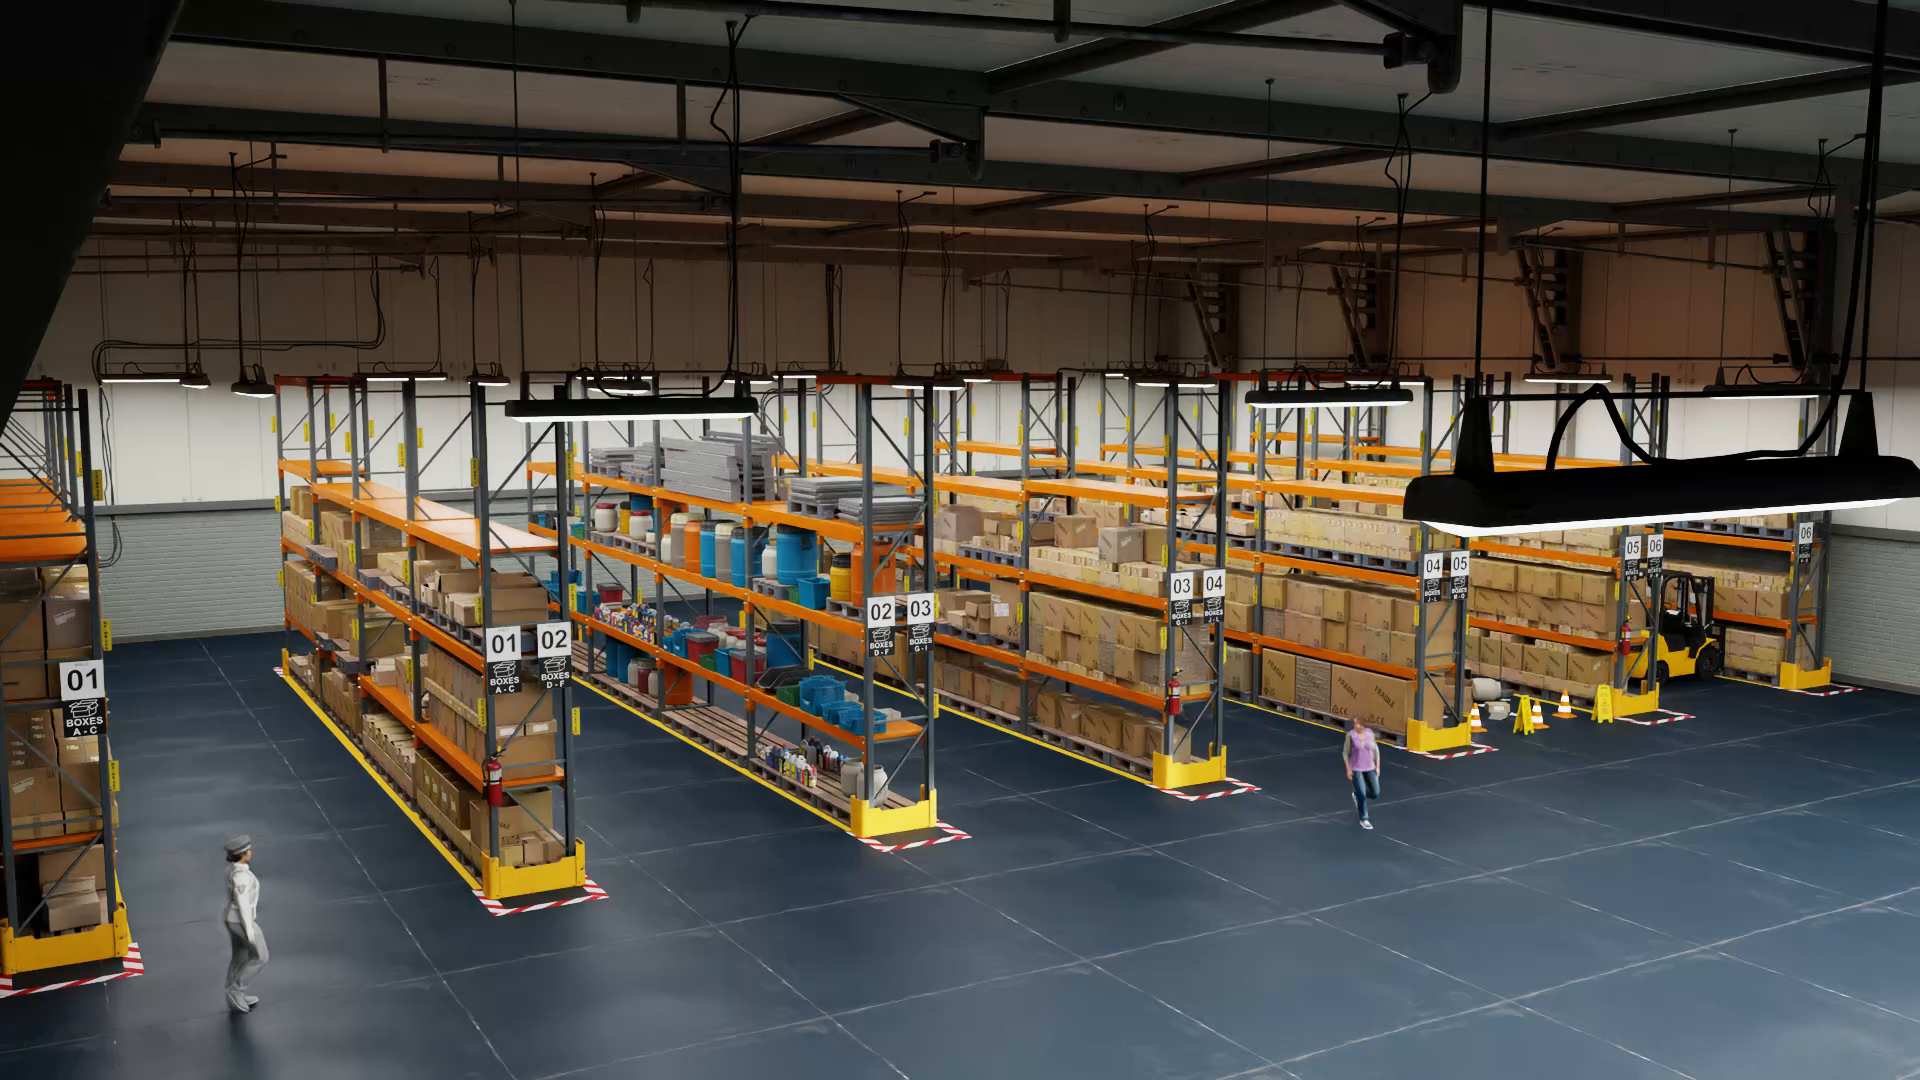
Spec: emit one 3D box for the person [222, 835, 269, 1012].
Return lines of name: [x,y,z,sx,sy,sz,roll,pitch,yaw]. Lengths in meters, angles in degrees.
person: [-6.972,3.718,16.184,0.394,1.690,0.510,-4,7,-30]

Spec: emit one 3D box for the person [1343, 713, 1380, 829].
person: [5.422,3.103,22.506,0.480,1.568,0.495,-1,6,-6]

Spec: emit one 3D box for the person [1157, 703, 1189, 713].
person: [3.727,2.303,29.260,0.496,1.631,0.958,-1,6,-6]
